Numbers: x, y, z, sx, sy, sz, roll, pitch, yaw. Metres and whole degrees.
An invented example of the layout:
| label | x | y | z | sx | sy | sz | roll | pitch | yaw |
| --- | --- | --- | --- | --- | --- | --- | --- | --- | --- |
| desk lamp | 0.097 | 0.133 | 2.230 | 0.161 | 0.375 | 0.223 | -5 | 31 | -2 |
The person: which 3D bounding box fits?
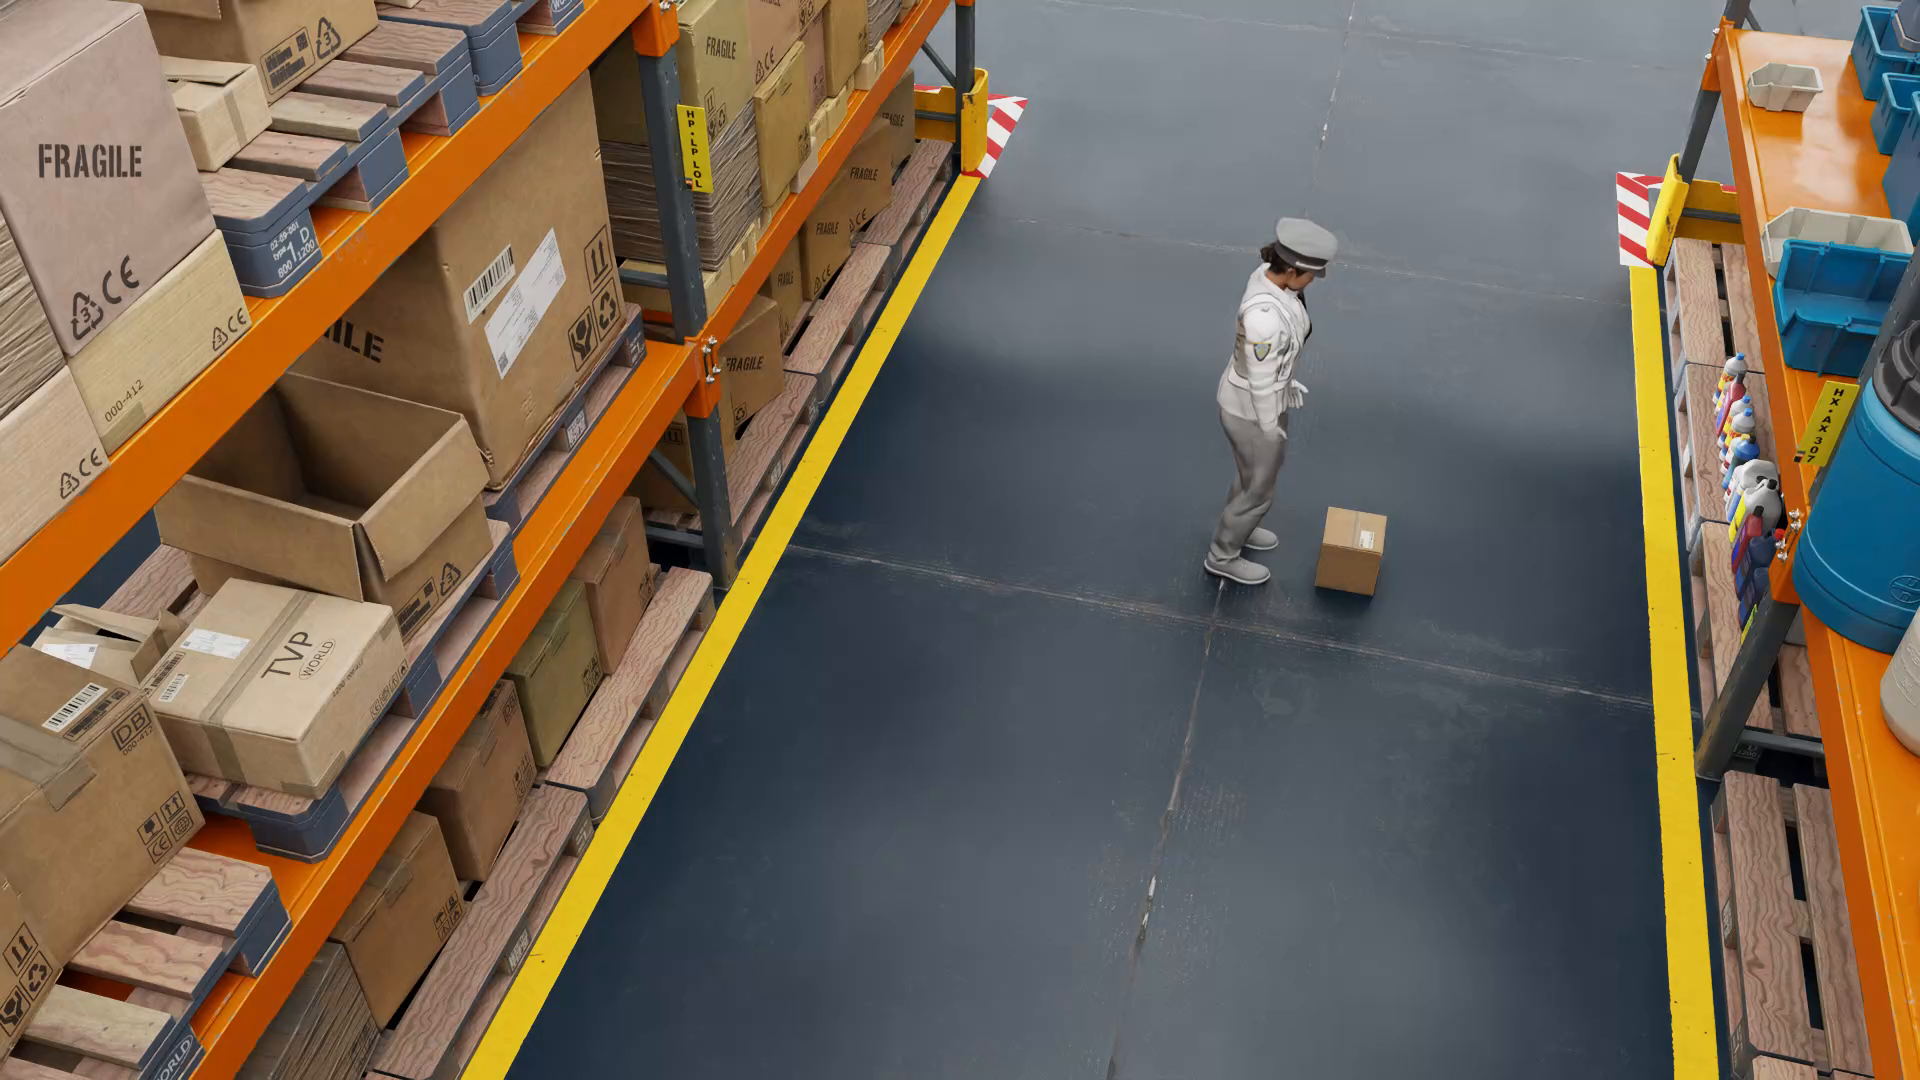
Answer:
| label | x | y | z | sx | sy | sz | roll | pitch | yaw |
| --- | --- | --- | --- | --- | --- | --- | --- | --- | --- |
| person | 1.246 | -0.561 | 6.817 | 0.381 | 1.653 | 0.485 | 11 | 42 | 12 |
